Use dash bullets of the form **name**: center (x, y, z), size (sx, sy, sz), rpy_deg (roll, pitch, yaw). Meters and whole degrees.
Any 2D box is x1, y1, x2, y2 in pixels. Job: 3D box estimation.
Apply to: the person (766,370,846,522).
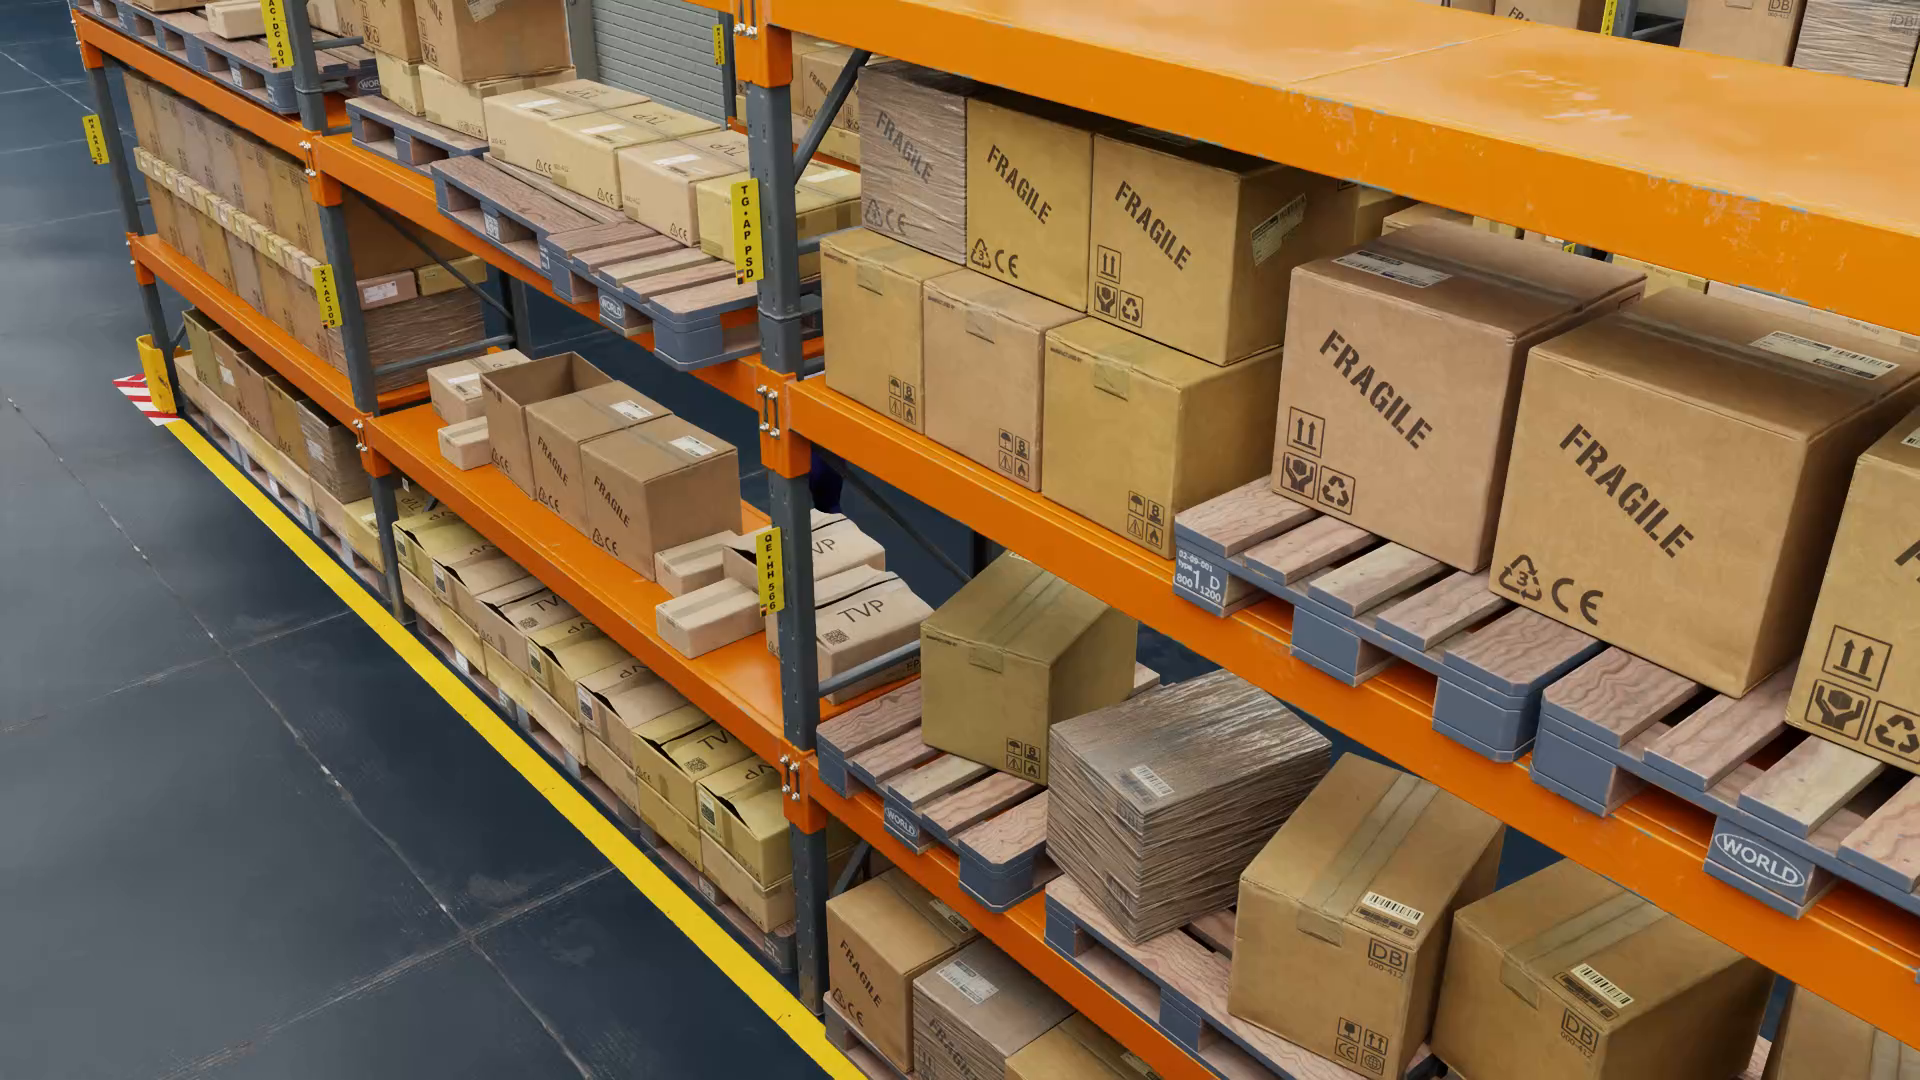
- **person**: center (-0.889, -0.476, 9.514), size (0.537, 1.651, 0.421), rpy_deg (-23, 36, -36)
